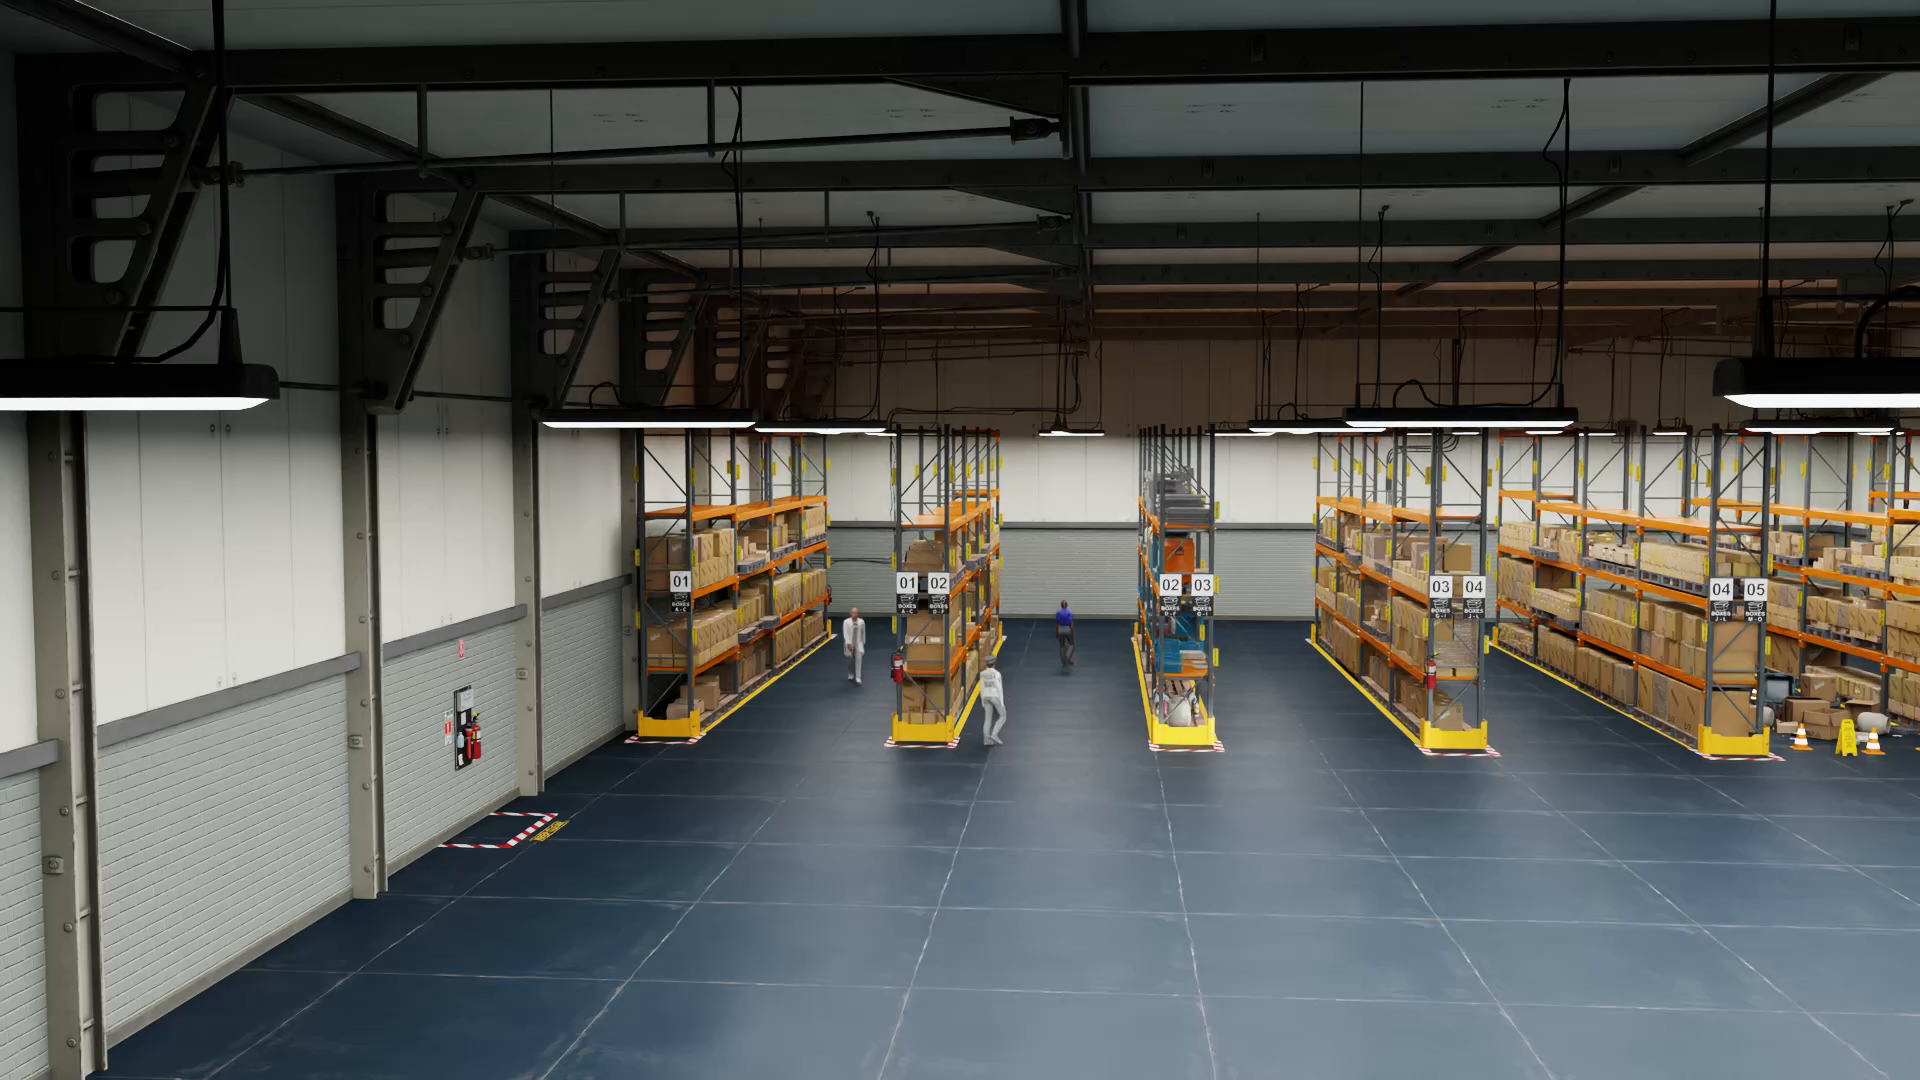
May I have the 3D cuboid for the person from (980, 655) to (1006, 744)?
[{"bbox_3d":[0.589,2.989,31.103,0.589,1.657,0.436,3,5,41],"label":"person"}]

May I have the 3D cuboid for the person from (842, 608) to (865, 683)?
[{"bbox_3d":[-2.478,2.462,39.105,0.564,1.724,1.064,-1,4,-11],"label":"person"}]

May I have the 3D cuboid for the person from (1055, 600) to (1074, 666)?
[{"bbox_3d":[2.640,2.349,41.893,0.495,1.656,0.459,1,4,10],"label":"person"}]
